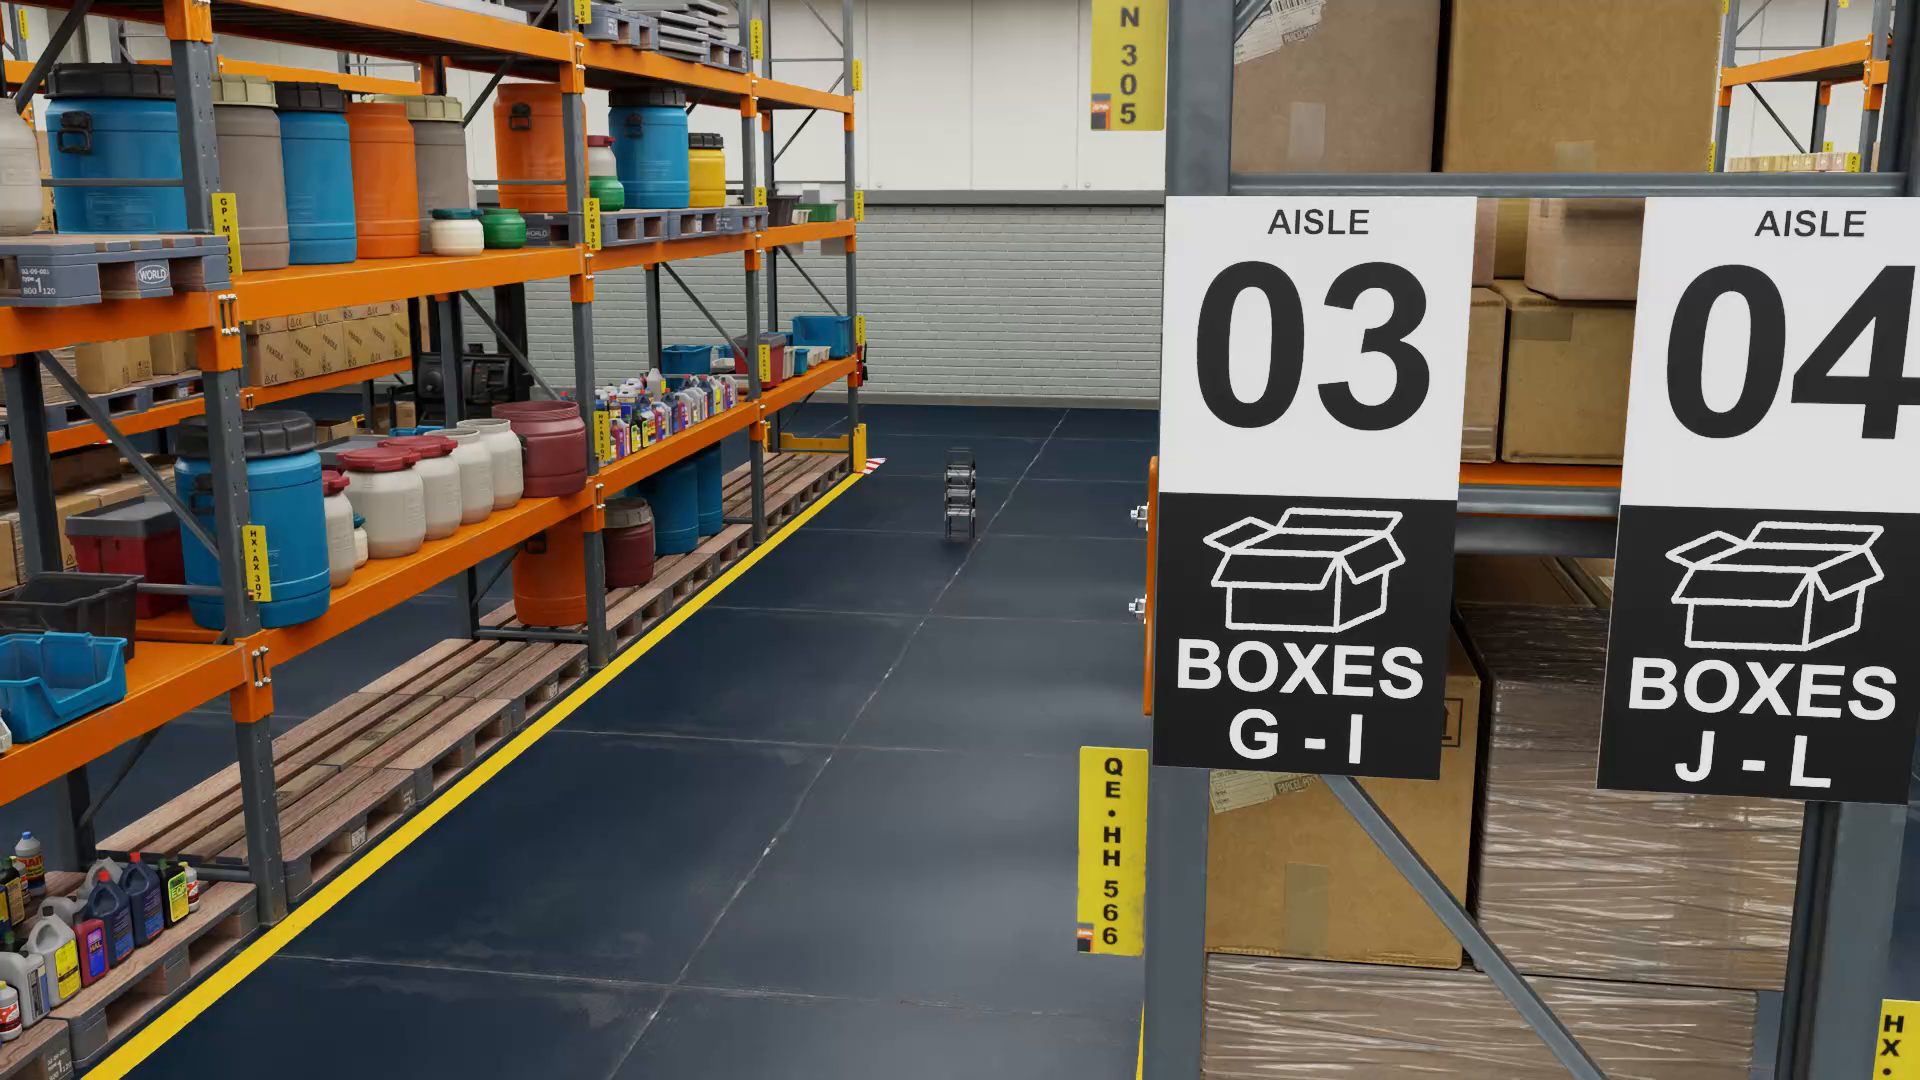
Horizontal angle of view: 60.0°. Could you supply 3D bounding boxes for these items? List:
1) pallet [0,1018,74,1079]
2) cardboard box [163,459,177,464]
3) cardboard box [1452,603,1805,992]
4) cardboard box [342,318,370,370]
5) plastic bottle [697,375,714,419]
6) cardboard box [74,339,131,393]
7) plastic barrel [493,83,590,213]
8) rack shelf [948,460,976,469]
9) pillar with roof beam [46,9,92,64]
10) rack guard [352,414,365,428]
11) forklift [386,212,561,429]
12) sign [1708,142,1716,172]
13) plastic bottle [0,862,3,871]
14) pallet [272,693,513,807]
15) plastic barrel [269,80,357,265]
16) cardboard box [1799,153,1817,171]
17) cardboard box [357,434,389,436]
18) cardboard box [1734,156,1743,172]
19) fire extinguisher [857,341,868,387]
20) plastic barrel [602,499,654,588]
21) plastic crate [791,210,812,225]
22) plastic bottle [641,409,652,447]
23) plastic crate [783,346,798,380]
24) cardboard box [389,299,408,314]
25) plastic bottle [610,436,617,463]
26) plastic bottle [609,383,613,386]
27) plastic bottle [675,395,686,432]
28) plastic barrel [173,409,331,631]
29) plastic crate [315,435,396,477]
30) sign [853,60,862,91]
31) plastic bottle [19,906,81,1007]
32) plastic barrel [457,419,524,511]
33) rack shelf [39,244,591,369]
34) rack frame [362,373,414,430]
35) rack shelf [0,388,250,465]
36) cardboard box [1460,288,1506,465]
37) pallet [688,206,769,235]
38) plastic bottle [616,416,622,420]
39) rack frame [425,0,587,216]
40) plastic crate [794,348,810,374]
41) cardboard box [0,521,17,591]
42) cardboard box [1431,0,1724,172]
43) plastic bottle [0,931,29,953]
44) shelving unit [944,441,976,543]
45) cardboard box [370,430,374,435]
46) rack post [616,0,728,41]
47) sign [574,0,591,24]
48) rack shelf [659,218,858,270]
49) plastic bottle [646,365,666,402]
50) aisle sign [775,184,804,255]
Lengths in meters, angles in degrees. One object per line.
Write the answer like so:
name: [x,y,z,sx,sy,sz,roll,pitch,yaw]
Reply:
pallet: [-3.837,1.971,5.604,1.003,0.211,1.213,2,12,9]
cardboard box: [-6.963,-0.493,15.308,0.500,0.500,0.500,2,12,8]
cardboard box: [1.126,0.419,2.869,0.500,0.500,0.500,2,12,9]
cardboard box: [-6.591,-2.075,17.521,0.500,0.500,0.500,2,12,8]
plastic bottle: [-2.123,-1.186,13.752,0.144,0.351,0.185,2,12,9]
cardboard box: [-7.381,-1.497,13.840,0.700,0.500,0.500,-1,12,-6]
plastic barrel: [-2.802,-2.618,11.141,0.600,0.830,0.708,2,12,9]
rack shelf: [0.001,-0.673,15.113,0.258,0.077,0.200,2,12,9]
pillar with roof beam: [-7.636,-5.988,21.674,9.100,9.000,0.400,2,12,9]
rack guard: [-6.567,-1.207,19.664,1.175,0.500,0.348,2,12,9]
forklift: [-4.741,-1.565,15.553,1.130,2.935,3.031,3,12,12]
sign: [7.582,-3.852,16.811,0.100,0.325,0.005,2,12,9]
plastic bottle: [-4.012,1.451,6.817,0.152,0.276,0.135,2,12,11]
pallet: [-3.239,1.158,9.375,1.003,0.211,1.213,2,12,9]
plastic barrel: [-3.442,-1.882,8.553,0.600,0.901,0.708,2,12,9]
cardboard box: [7.433,-3.232,14.231,0.380,0.149,0.250,1,12,6]
cardboard box: [-6.571,-0.998,18.242,0.500,0.250,0.500,2,12,9]
cardboard box: [7.672,-3.607,15.970,0.380,0.149,0.250,2,12,9]
fire extinguisher: [-1.189,-2.080,18.851,0.296,0.674,0.183,2,12,9]
plastic barrel: [-2.660,0.018,12.774,0.600,0.588,0.708,2,12,9]
plastic crate: [-1.734,-3.183,16.404,0.437,0.136,0.530,2,12,9]
plastic bottle: [-2.334,-0.830,12.288,0.097,0.271,0.097,0,12,0]
plastic crate: [-1.860,-1.734,16.316,0.437,0.282,0.530,2,12,9]
cardboard box: [-6.429,-2.776,18.399,0.500,0.500,0.500,2,12,10]
plastic bottle: [-2.446,-0.644,11.591,0.097,0.201,0.097,0,12,0]
plastic bottle: [-2.891,-1.146,13.727,0.061,0.283,0.133,2,12,9]
plastic bottle: [-2.198,-0.994,13.021,0.061,0.283,0.133,2,12,9]
plastic barrel: [-3.148,-0.101,7.410,0.600,0.901,0.708,2,12,9]
plastic crate: [-3.443,-0.323,9.477,0.402,0.464,0.583,2,12,9]
sign: [-1.115,-5.044,18.061,0.100,0.325,0.005,2,12,9]
plastic bottle: [-3.400,1.545,6.205,0.144,0.351,0.185,2,12,8]
plastic barrel: [-2.839,-0.452,9.961,0.421,0.512,0.421,0,12,0]
rack shelf: [-3.199,-1.317,8.826,1.077,0.370,4.000,2,12,9]
rack frame: [-6.555,-2.445,19.474,1.000,3.000,0.127,2,12,9]
rack shelf: [-7.478,-0.844,13.754,1.077,0.370,4.000,2,12,9]
cardboard box: [0.595,-0.294,2.730,0.500,0.250,0.500,2,12,10]
pallet: [-2.301,-2.659,13.794,1.213,0.211,1.003,2,12,9]
plastic bottle: [-2.450,-0.756,11.945,0.097,0.271,0.097,0,12,0]
rack frame: [-2.892,-3.551,10.366,1.000,3.000,0.127,2,12,9]
plastic crate: [-1.724,-1.795,16.715,0.416,0.233,0.300,2,12,9]
cardboard box: [-7.433,0.142,12.360,0.500,0.500,0.500,2,12,11]
cardboard box: [1.267,-0.998,3.509,0.500,0.500,0.500,2,12,8]
plastic bottle: [-3.506,1.580,6.202,0.061,0.283,0.133,2,12,9]
shelving unit: [0.001,-0.442,15.163,0.258,0.900,0.210,2,12,9]
cardboard box: [-6.959,-1.190,19.375,0.380,0.149,0.250,2,12,9]
rack post: [-2.437,-4.172,13.429,0.937,0.300,0.954,2,12,8]
sign: [-2.347,-3.377,10.325,0.100,0.325,0.005,2,12,9]
rack shelf: [-1.969,-2.982,16.554,1.077,0.370,4.000,2,12,9]
plastic bottle: [-2.657,-1.356,14.537,0.144,0.351,0.185,2,12,9]
aisle sign: [-1.944,-3.579,18.566,0.394,0.787,0.004,2,12,9]
